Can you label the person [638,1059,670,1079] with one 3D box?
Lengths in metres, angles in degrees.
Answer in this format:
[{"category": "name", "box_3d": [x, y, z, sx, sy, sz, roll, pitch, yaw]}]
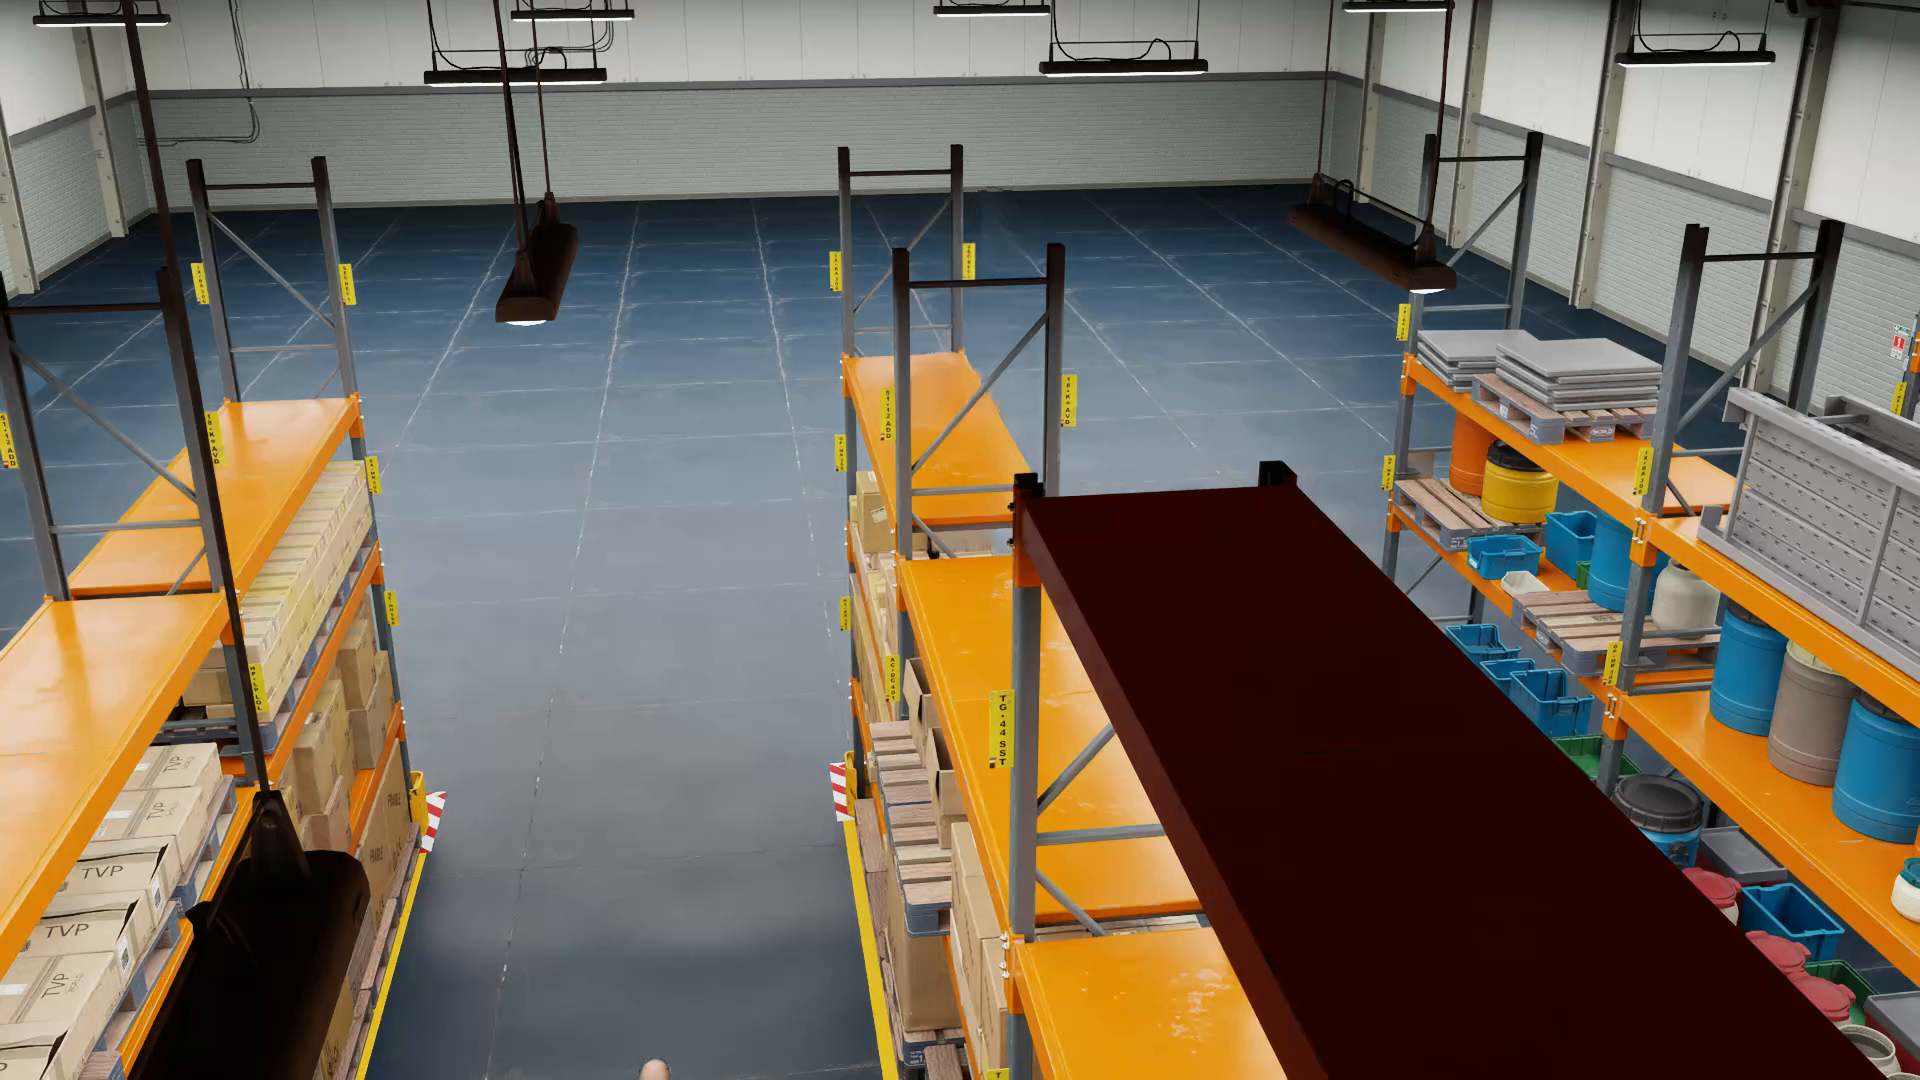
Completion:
[{"category": "person", "box_3d": [-1.748, 3.818, 9.605, 0.727, 1.827, 0.972, -4, 22, -11]}]
